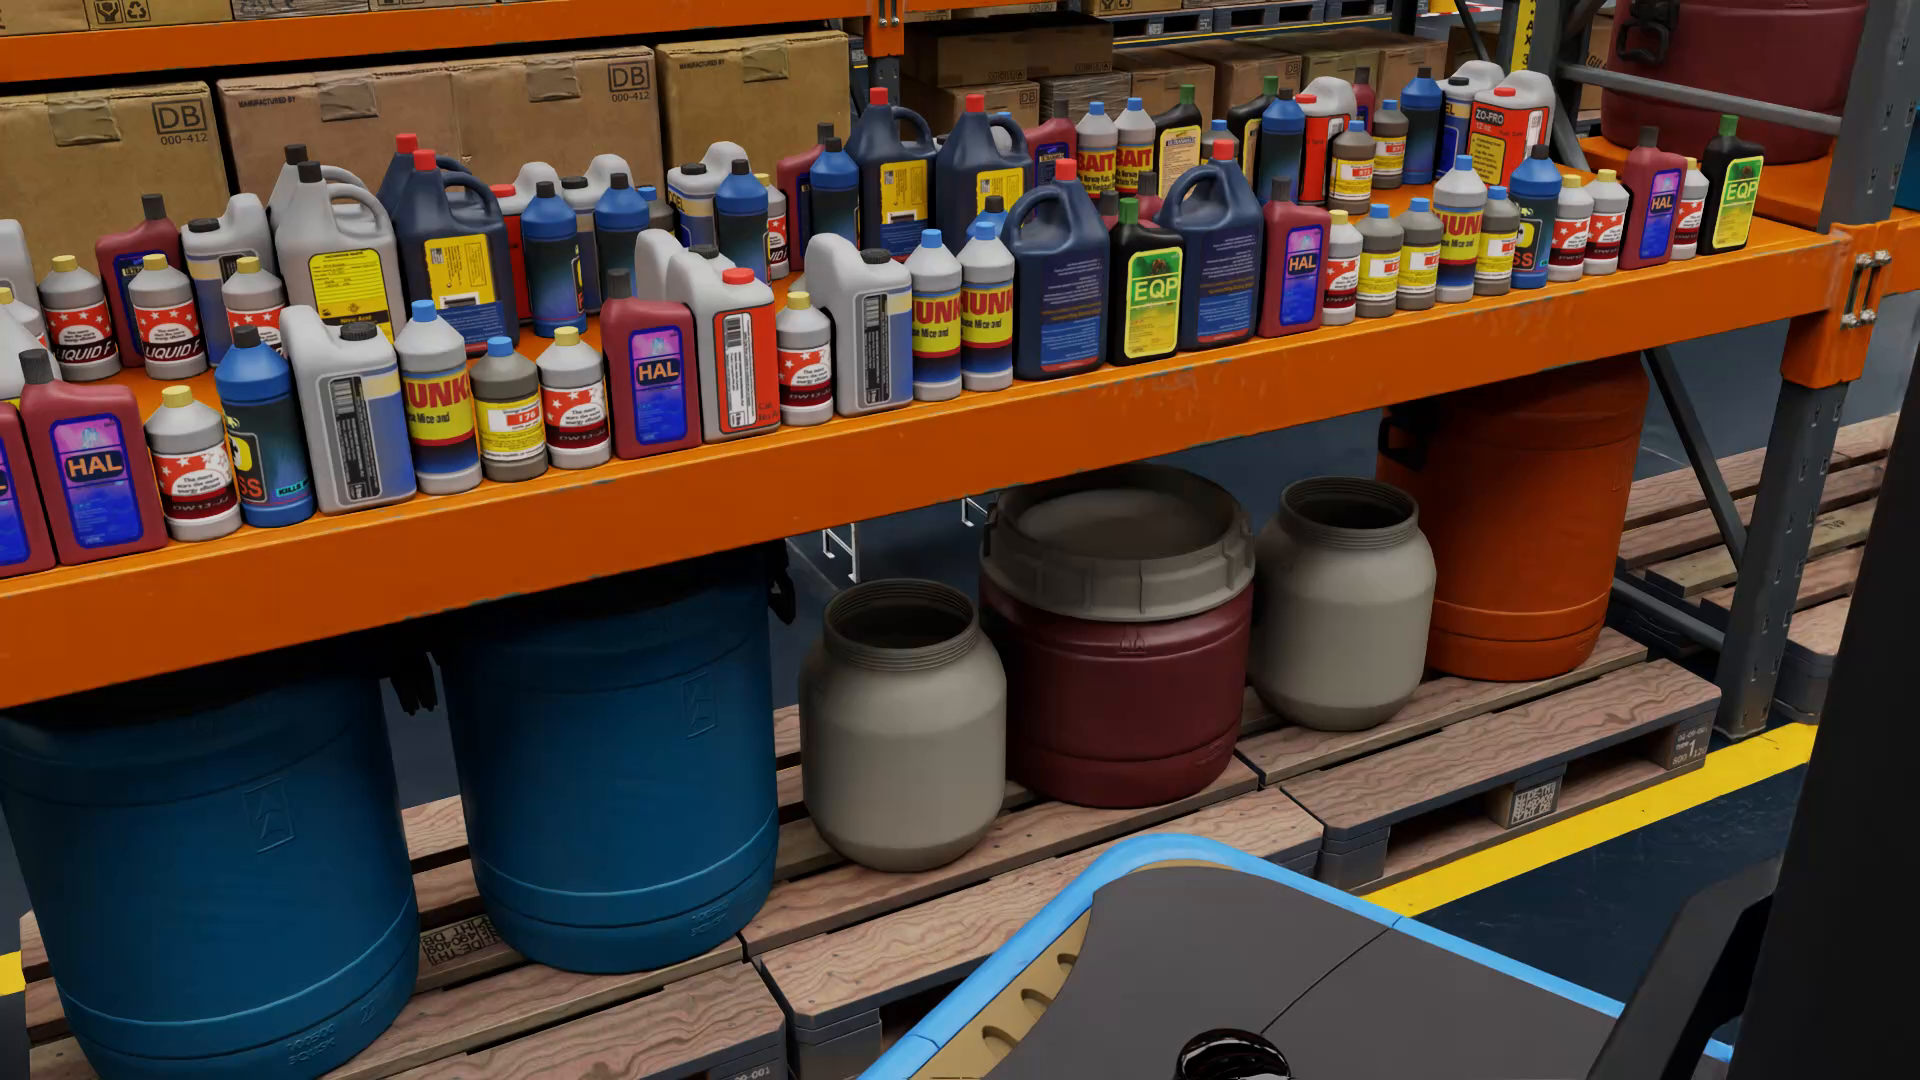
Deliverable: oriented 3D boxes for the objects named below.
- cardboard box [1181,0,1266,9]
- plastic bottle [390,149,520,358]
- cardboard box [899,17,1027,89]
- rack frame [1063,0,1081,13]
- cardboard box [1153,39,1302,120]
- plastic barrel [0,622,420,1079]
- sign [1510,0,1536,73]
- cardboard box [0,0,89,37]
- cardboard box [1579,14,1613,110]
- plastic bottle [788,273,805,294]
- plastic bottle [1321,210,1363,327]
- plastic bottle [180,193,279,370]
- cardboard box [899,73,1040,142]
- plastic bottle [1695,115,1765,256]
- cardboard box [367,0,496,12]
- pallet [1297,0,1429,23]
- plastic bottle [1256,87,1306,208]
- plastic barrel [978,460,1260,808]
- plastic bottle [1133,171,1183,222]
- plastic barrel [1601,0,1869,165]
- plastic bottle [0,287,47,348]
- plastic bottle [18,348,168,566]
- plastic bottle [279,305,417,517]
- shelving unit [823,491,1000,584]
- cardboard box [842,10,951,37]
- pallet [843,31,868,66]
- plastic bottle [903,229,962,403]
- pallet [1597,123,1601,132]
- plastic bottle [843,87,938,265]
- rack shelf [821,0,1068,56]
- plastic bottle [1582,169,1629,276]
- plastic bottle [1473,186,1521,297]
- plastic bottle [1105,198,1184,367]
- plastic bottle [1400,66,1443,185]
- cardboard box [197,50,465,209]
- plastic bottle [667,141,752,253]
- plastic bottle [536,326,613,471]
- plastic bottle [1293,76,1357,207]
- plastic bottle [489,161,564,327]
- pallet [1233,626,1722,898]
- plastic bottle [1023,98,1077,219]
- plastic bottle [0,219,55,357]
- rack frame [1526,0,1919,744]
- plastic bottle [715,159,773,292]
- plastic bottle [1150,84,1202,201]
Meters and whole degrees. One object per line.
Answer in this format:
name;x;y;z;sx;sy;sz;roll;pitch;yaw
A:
cardboard box;2.095;-5.181;14.546;0.875;0.875;0.875;-13;28;-25
plastic bottle;-0.882;-0.500;2.883;0.185;0.351;0.144;-13;29;-25
cardboard box;0.006;-2.491;8.487;0.500;0.250;0.500;-12;28;-23
rack frame;0.714;-5.663;13.580;0.127;3.000;1.000;-13;29;-25
cardboard box;1.483;-2.499;9.369;0.500;0.500;0.700;-16;30;-29
plastic barrel;-1.282;0.425;2.839;0.708;0.901;0.600;-13;29;-25
sign;1.495;-1.325;4.355;0.005;0.325;0.100;-13;29;-25
cardboard box;-3.577;-2.163;6.173;0.500;0.500;0.500;-13;29;-25
cardboard box;3.832;-2.997;10.429;0.500;0.500;0.500;-4;26;-9
plastic bottle;-0.236;-0.367;2.777;0.097;0.201;0.097;0;26;0
plastic bottle;0.688;-0.505;3.066;0.097;0.201;0.097;0;26;0
plastic bottle;-1.252;-0.450;2.865;0.135;0.276;0.152;-13;29;-25
cardboard box;0.011;-2.149;8.641;0.500;0.500;0.700;-15;29;-28
plastic bottle;1.603;-0.744;3.470;0.133;0.283;0.061;-13;29;-25
cardboard box;-2.239;-2.474;6.822;0.500;0.500;0.500;-12;28;-24
pallet;3.574;-5.028;15.479;1.213;0.211;1.003;-13;29;-25
plastic bottle;0.731;-0.889;3.785;0.097;0.271;0.097;0;26;0
plastic barrel;0.340;0.192;3.686;0.708;0.588;0.600;-13;29;-25
plastic bottle;0.364;-0.529;3.021;0.133;0.283;0.061;-13;29;-25
plastic barrel;2.027;-1.314;4.364;0.708;0.536;0.600;-13;29;-25
plastic bottle;-1.499;-0.298;2.635;0.097;0.201;0.097;0;26;0
plastic bottle;-1.128;-0.114;2.157;0.133;0.283;0.061;-13;29;-25
plastic bottle;-0.859;-0.195;2.334;0.135;0.276;0.152;-13;29;-25
shelving unit;-0.146;-0.507;4.920;0.503;1.200;0.258;-13;29;-25
cardboard box;-0.645;-4.483;13.235;0.750;0.750;1.050;-13;29;-25
pallet;-1.010;-3.970;13.275;1.213;0.211;1.003;-13;29;-25
plastic bottle;-0.045;-0.367;2.698;0.097;0.271;0.097;0;26;0
pallet;4.612;-2.892;11.030;1.213;0.211;1.003;-13;29;-25
plastic bottle;-0.141;-0.742;3.387;0.185;0.351;0.144;-13;29;-25
rack shelf;1.194;-3.017;8.899;4.000;0.370;1.077;-13;29;-25
plastic bottle;1.289;-0.644;3.355;0.097;0.201;0.097;0;26;0
plastic bottle;1.032;-0.584;3.231;0.097;0.201;0.097;0;26;0
plastic bottle;0.314;-0.447;2.850;0.133;0.283;0.061;-13;29;-25
plastic bottle;1.111;-1.006;4.029;0.097;0.271;0.097;0;26;0
cardboard box;-2.757;-1.671;7.234;0.875;0.875;1.225;-14;29;-27
plastic bottle;-0.483;-0.627;3.234;0.135;0.276;0.152;-13;29;-25
plastic bottle;-0.572;-0.214;2.460;0.097;0.201;0.097;0;26;0
plastic bottle;0.817;-0.928;3.859;0.135;0.276;0.152;-13;29;-25
plastic bottle;-0.807;-0.553;3.079;0.135;0.276;0.152;-13;29;-25
pallet;1.084;0.391;4.191;1.213;0.211;1.003;-13;29;-25
plastic bottle;0.185;-0.807;3.600;0.133;0.283;0.061;-13;29;-25
plastic bottle;-1.574;-0.375;2.710;0.135;0.276;0.152;-13;29;-25
rack frame;1.760;-1.042;3.955;0.127;3.000;1.000;-13;29;-25
plastic bottle;-0.408;-0.581;3.144;0.097;0.271;0.097;0;26;0
plastic bottle;0.474;-0.874;3.739;0.133;0.283;0.061;-13;29;-25
